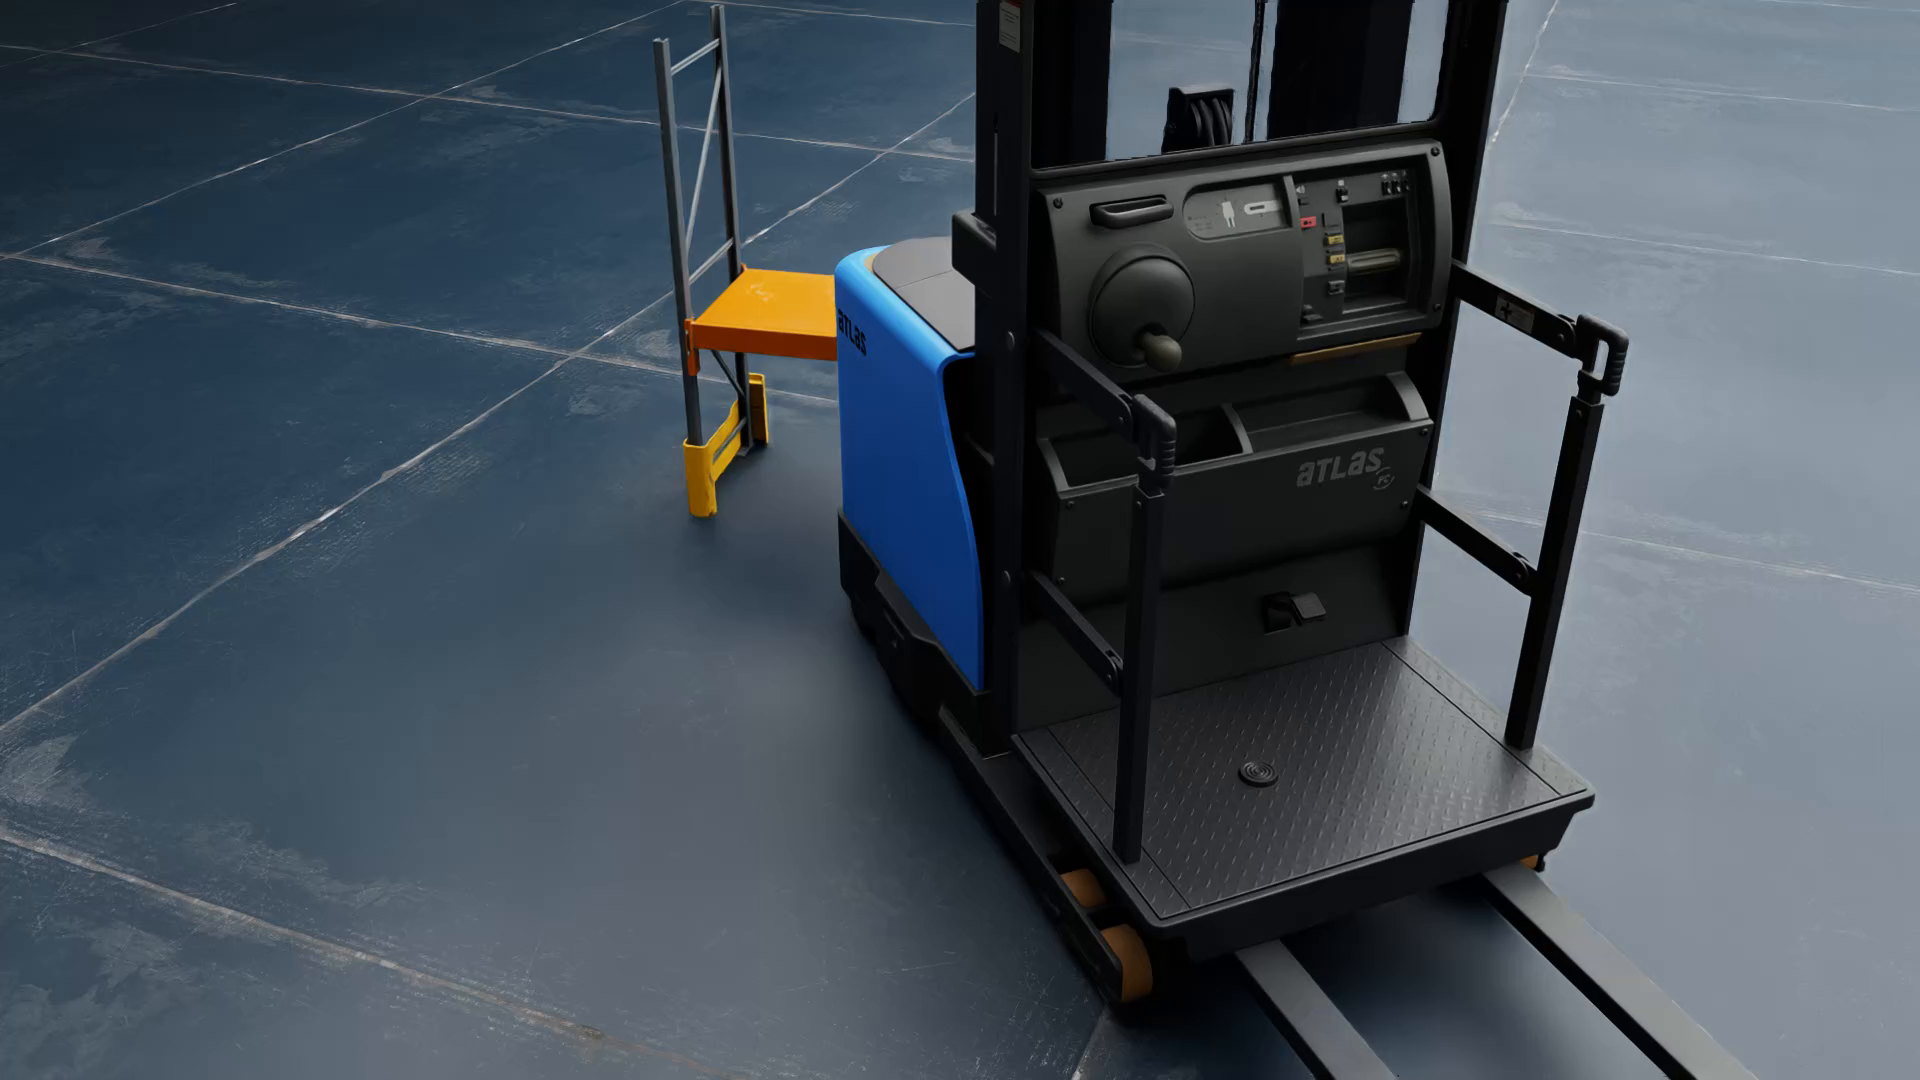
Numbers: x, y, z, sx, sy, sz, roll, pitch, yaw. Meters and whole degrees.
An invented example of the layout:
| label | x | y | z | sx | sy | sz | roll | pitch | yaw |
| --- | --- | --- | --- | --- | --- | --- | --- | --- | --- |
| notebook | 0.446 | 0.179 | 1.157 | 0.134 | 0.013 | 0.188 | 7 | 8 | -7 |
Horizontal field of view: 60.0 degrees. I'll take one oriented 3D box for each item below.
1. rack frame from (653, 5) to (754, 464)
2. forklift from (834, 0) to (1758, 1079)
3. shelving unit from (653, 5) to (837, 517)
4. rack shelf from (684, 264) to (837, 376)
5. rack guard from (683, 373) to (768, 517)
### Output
| label | x | y | z | sx | sy | sz | roll | pitch | yaw |
| --- | --- | --- | --- | --- | --- | --- | --- | --- | --- |
| rack frame | -0.797 | -0.873 | 5.271 | 0.032 | 1.500 | 0.500 | 7 | 30 | 11 |
| forklift | 0.689 | -0.535 | 3.218 | 1.130 | 2.935 | 3.031 | -12 | 32 | -20 |
| shelving unit | -0.293 | -0.816 | 5.169 | 1.083 | 1.500 | 0.587 | 7 | 30 | 11 |
| rack shelf | -0.301 | -0.660 | 5.259 | 1.000 | 0.185 | 0.538 | 7 | 30 | 11 |
| rack guard | -0.778 | -0.327 | 5.575 | 0.087 | 0.250 | 0.587 | 7 | 30 | 11 |
